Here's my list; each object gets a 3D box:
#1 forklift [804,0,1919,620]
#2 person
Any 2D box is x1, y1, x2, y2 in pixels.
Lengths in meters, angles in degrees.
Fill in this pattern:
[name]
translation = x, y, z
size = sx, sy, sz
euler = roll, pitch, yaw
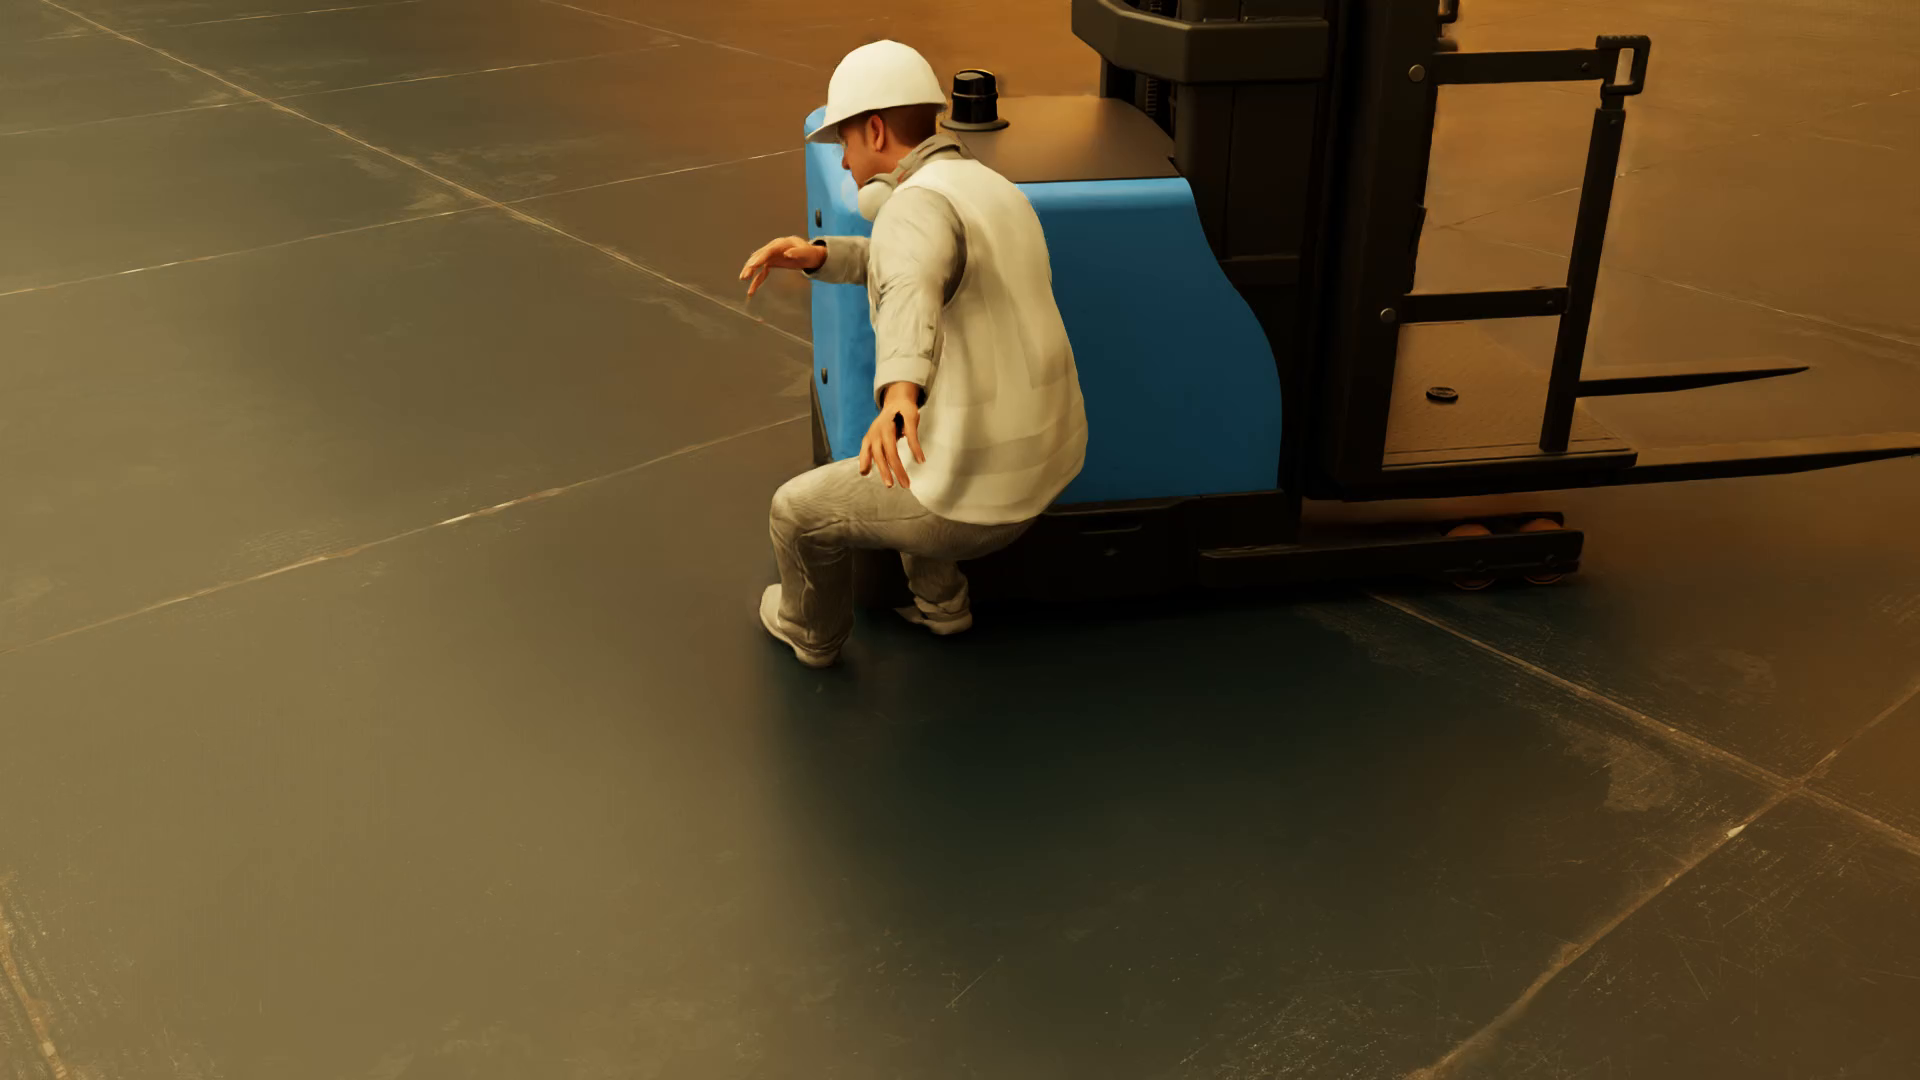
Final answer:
[forklift]
translation = 1.137, -1.413, 4.051
size = 3.031, 2.935, 1.130
euler = -4, 27, -8
[person]
translation = -0.210, -0.216, 3.359
size = 0.932, 1.477, 1.178
euler = 13, 29, 25
